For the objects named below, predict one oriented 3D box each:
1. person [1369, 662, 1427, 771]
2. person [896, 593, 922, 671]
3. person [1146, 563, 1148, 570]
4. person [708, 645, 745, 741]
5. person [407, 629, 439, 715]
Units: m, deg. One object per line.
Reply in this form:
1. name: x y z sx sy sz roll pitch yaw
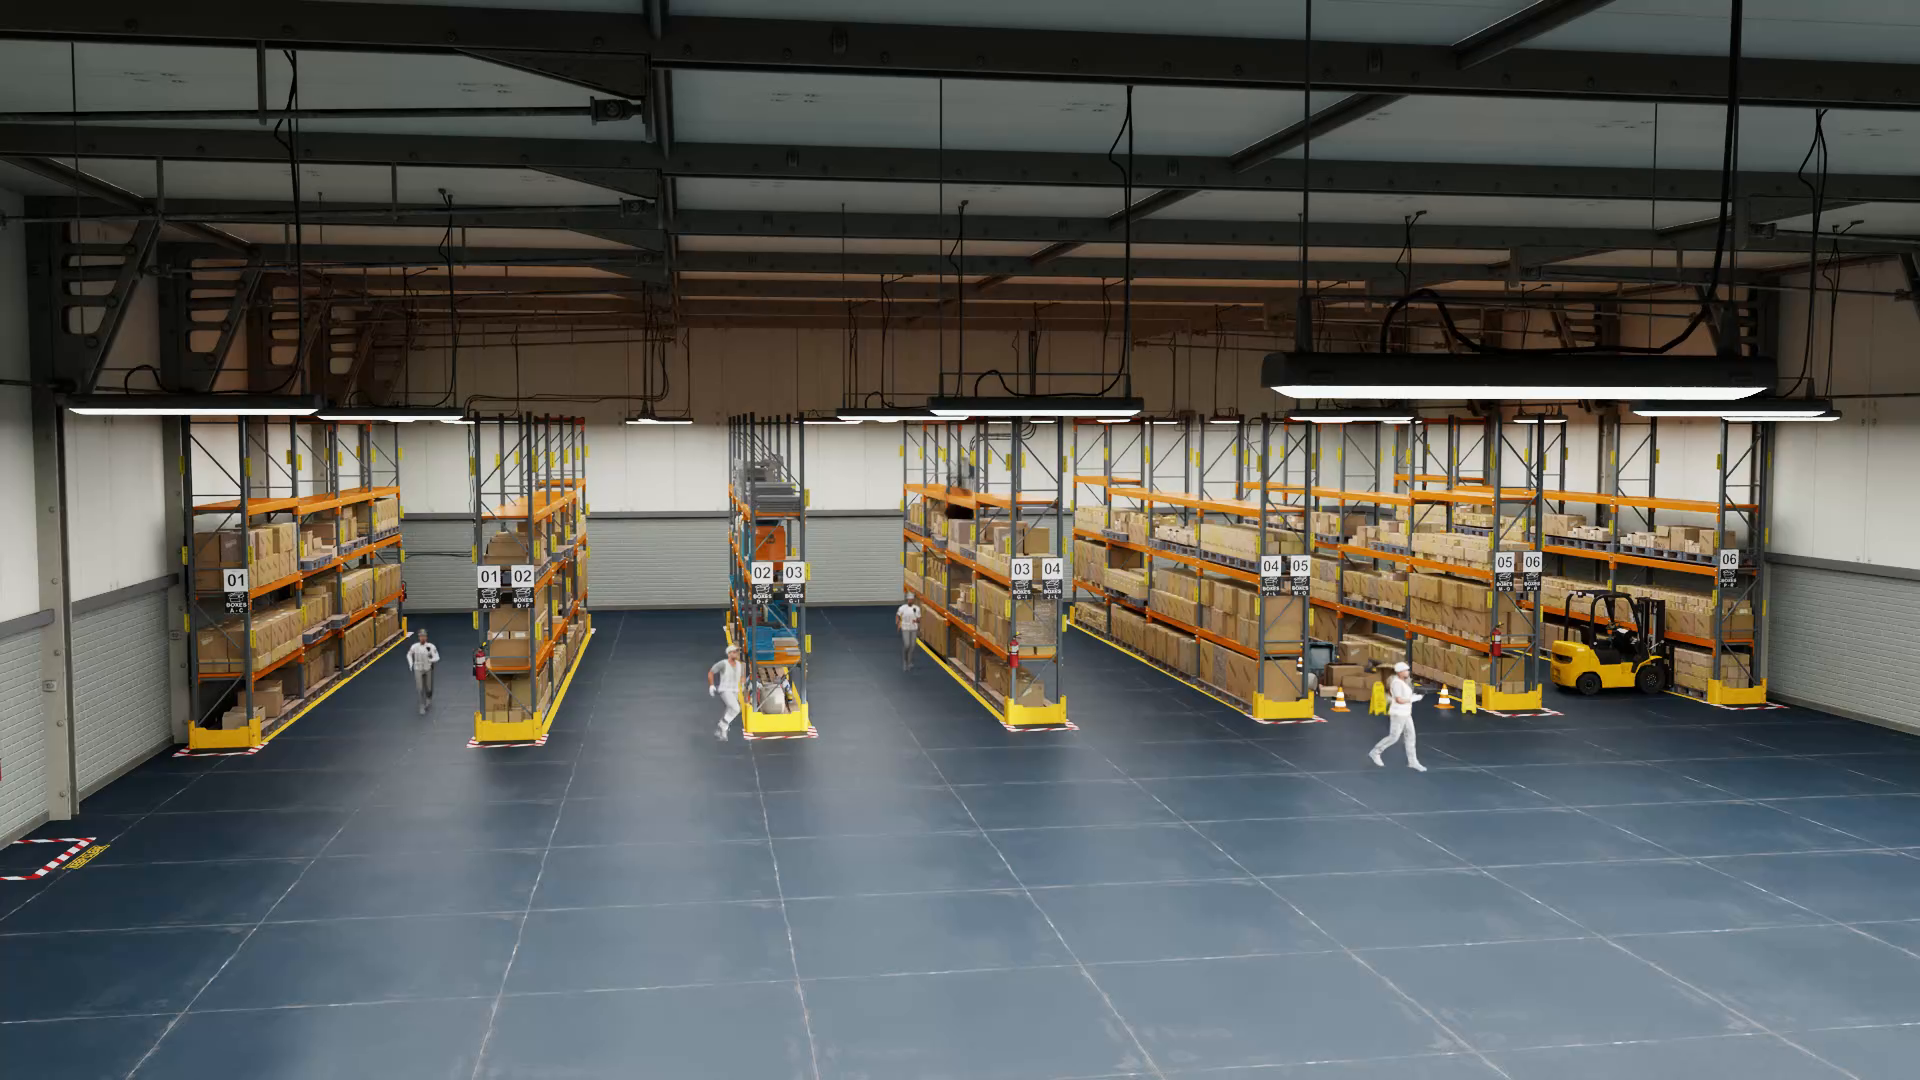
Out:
1. person: 7.297 2.920 27.657 0.944 1.792 0.695 2 4 29
2. person: -1.135 2.064 37.389 0.548 1.753 0.673 -1 4 -12
3. person: 5.642 1.519 50.083 0.567 1.618 0.570 -1 4 -10
4. person: -4.165 2.787 30.291 0.632 1.715 0.700 3 5 41
5. person: -10.748 2.613 33.296 0.624 1.669 0.836 -1 4 -17
